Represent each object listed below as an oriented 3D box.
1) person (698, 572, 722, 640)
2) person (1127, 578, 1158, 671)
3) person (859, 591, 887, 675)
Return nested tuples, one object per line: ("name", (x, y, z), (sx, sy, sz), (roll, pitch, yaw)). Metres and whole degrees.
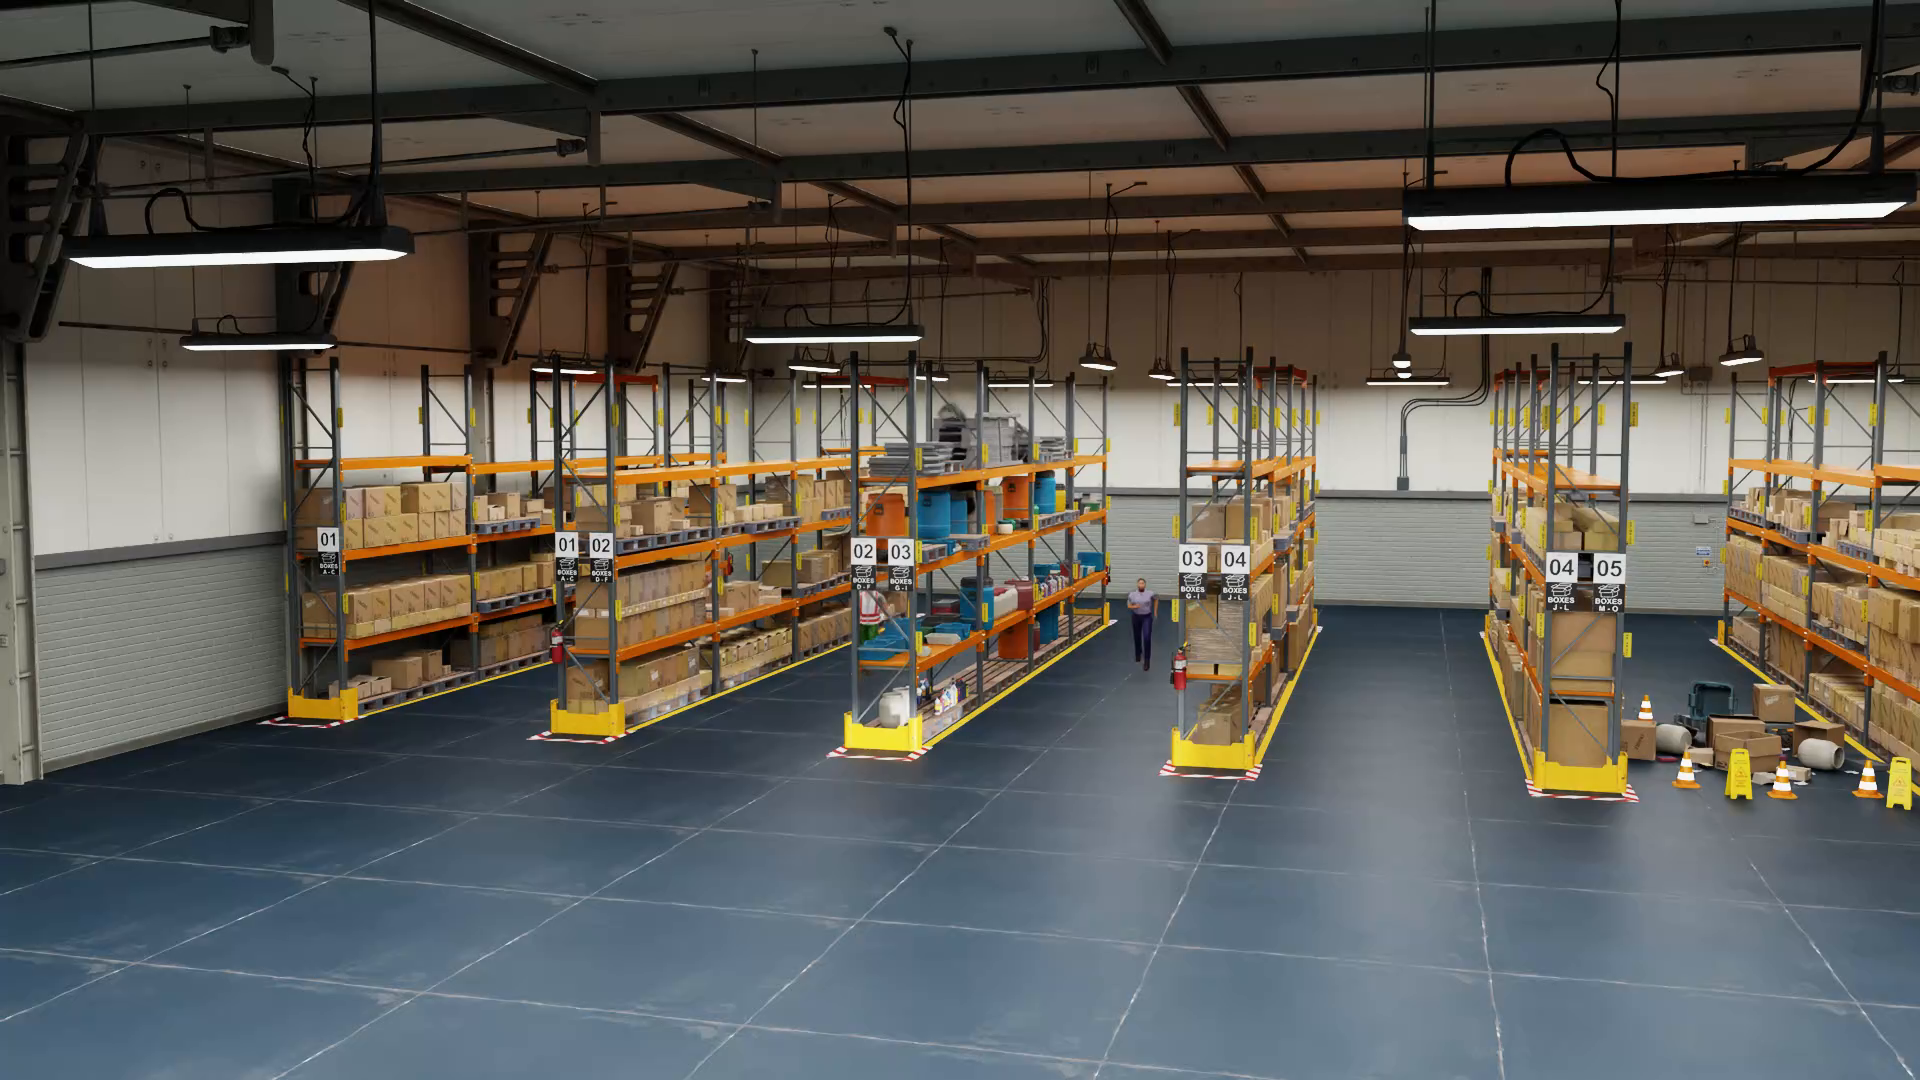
("person", (-5.337, 1.558, 35.177), (0.711, 1.765, 0.880), (1, 4, 17))
("person", (3.508, 1.611, 32.004), (0.574, 1.771, 0.758), (1, 4, 11))
("person", (-1.682, 1.571, 30.813), (0.657, 1.786, 0.863), (0, 4, 2))
